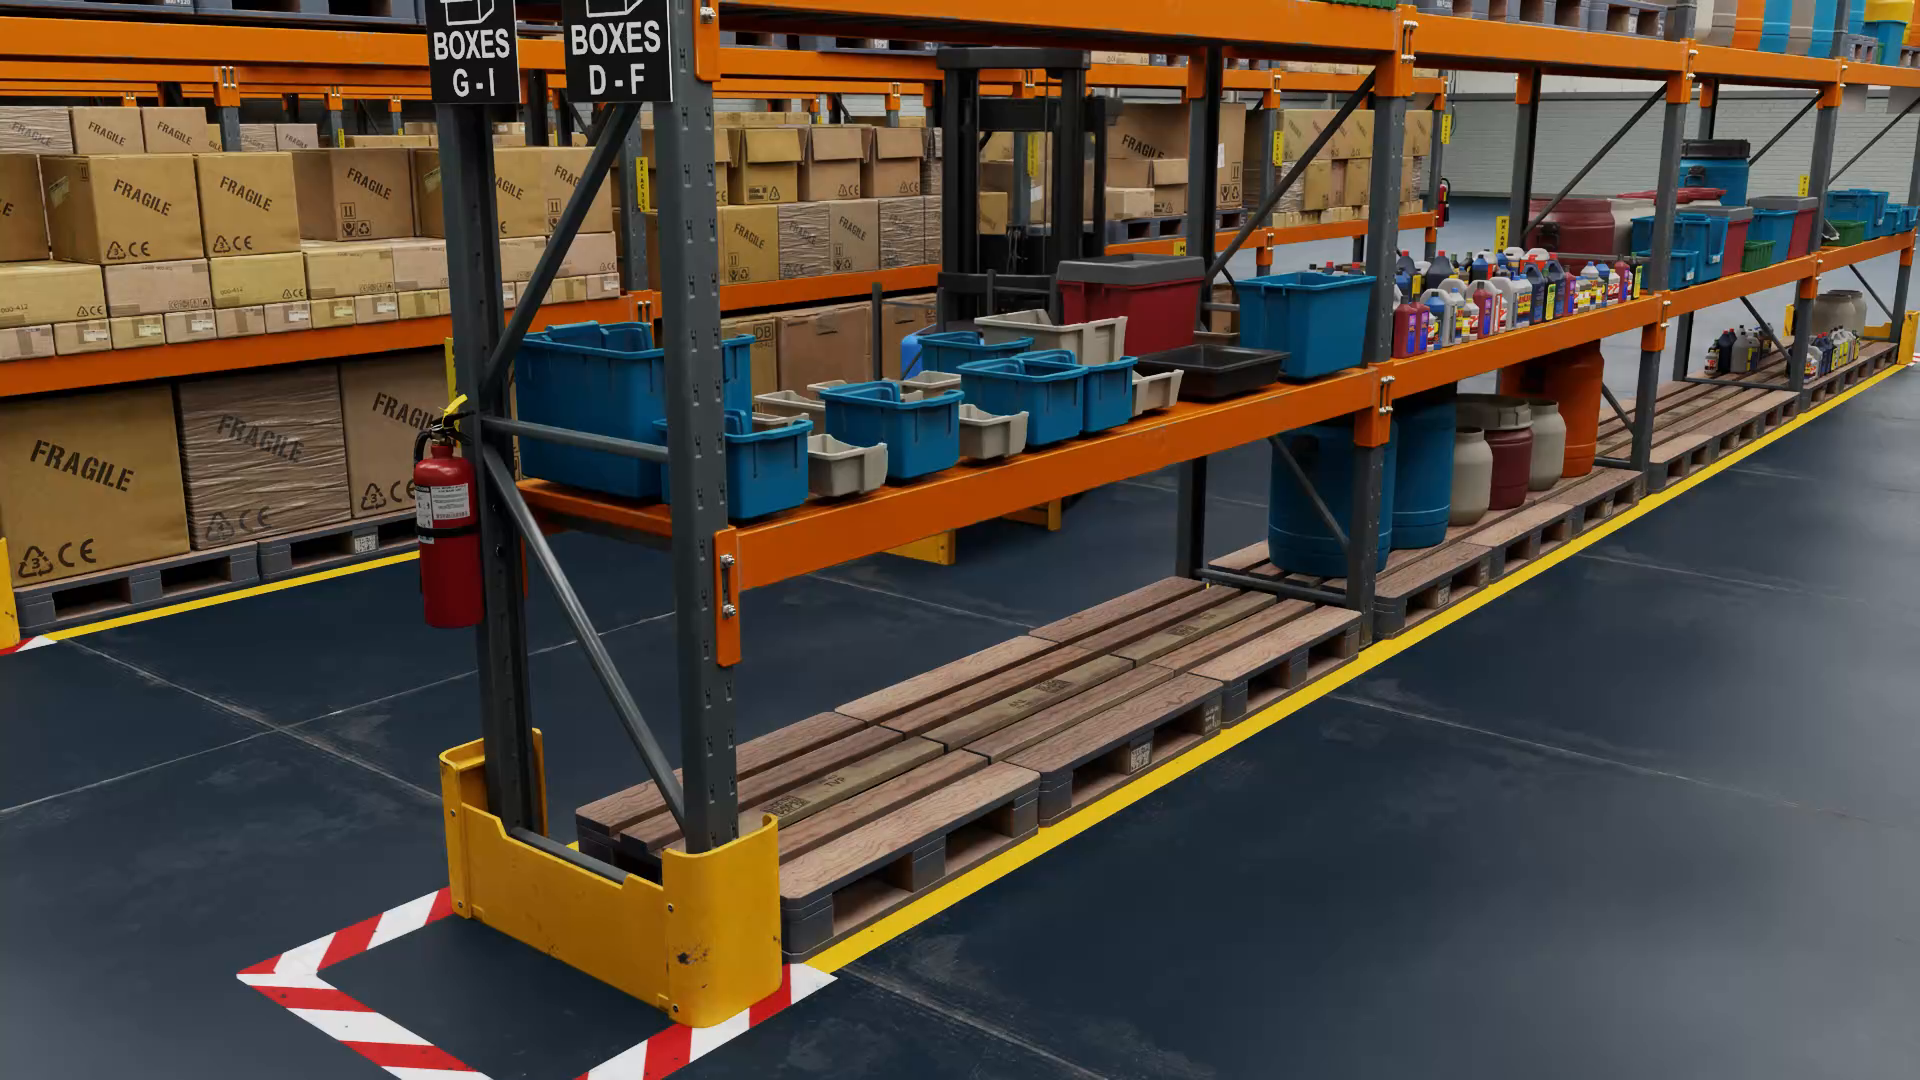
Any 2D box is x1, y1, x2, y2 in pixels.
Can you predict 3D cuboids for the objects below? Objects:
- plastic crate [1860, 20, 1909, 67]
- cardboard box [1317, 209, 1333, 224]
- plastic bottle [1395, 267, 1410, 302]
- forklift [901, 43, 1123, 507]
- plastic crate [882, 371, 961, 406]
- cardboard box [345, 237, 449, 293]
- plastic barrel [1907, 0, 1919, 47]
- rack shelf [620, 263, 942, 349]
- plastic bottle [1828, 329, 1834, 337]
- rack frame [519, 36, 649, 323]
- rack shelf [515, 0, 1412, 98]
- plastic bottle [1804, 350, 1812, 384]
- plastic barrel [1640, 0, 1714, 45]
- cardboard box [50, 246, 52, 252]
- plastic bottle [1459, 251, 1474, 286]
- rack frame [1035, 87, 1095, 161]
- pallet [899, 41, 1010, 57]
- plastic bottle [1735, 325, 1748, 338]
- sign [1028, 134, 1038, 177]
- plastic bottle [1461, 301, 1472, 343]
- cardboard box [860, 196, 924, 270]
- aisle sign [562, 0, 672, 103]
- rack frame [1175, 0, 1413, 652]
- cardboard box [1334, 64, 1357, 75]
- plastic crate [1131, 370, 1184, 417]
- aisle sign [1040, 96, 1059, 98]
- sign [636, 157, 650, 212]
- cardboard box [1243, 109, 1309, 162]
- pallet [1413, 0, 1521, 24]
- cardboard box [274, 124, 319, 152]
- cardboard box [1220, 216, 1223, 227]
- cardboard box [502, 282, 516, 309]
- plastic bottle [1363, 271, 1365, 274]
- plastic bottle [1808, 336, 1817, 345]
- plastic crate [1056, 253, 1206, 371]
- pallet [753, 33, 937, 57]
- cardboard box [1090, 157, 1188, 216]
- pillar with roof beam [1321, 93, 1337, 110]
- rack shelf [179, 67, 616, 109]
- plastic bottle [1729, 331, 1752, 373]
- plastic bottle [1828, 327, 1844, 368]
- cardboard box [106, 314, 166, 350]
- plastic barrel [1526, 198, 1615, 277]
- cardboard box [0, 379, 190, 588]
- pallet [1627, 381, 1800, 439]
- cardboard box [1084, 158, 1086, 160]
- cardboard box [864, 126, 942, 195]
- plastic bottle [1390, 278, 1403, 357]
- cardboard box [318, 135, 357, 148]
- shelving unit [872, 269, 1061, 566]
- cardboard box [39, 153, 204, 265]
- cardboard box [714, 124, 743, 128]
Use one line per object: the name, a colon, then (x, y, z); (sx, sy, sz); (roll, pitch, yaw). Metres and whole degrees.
plastic crate: (8.059, -4.365, 14.652); (0.392, 0.384, 0.575); (11, 18, 38)
cardboard box: (3.668, -3.393, 17.395); (0.380, 0.149, 0.250); (11, 18, 38)
plastic bottle: (2.438, -1.375, 9.203); (0.097, 0.271, 0.097); (0, 14, 0)
forklift: (0.480, -1.938, 11.299); (1.130, 2.935, 3.031); (4, 15, 14)
plastic crate: (-0.140, -0.522, 5.998); (0.298, 0.136, 0.250); (11, 18, 38)
cardboard box: (-3.088, -1.548, 9.324); (0.500, 0.250, 0.500); (12, 18, 39)
plastic barrel: (8.817, -5.083, 15.723); (0.600, 0.830, 0.708); (11, 18, 38)
rack shelf: (-1.114, -1.833, 12.207); (1.077, 0.370, 4.000); (11, 18, 38)
plastic bottle: (7.948, -1.780, 15.160); (0.061, 0.283, 0.133); (11, 18, 38)
rack frame: (-2.371, -1.799, 10.611); (1.000, 3.000, 0.127); (11, 18, 38)
rack shelf: (0.225, -1.754, 5.806); (1.077, 0.370, 4.000); (11, 18, 38)
plastic bottle: (7.051, -1.448, 13.880); (0.097, 0.271, 0.097); (0, 14, 0)
plastic barrel: (4.429, -3.318, 10.274); (0.421, 0.512, 0.421); (0, 14, 0)
cardboard box: (-6.783, -2.163, 12.554); (0.380, 0.149, 0.250); (10, 18, 35)
plastic bottle: (3.062, -1.602, 10.073); (0.061, 0.283, 0.133); (11, 18, 38)
rack frame: (1.377, -4.884, 22.755); (1.000, 3.000, 0.127); (11, 18, 38)
pallet: (-0.220, -3.796, 12.763); (1.213, 0.211, 1.003); (12, 19, 40)
plastic bottle: (7.014, -1.760, 14.946); (0.144, 0.351, 0.185); (11, 18, 37)
sign: (0.577, -3.041, 13.148); (0.100, 0.325, 0.005); (11, 18, 38)
plastic bottle: (2.454, -1.072, 8.155); (0.097, 0.201, 0.097); (0, 14, 0)
cardboard box: (-0.616, -2.286, 12.326); (0.500, 0.500, 0.500); (11, 18, 36)
aisle sign: (-0.847, -1.466, 4.023); (0.394, 0.787, 0.004); (11, 18, 38)
rack frame: (1.482, -1.032, 7.594); (1.000, 3.000, 0.127); (11, 18, 38)
cardboard box: (3.789, -4.954, 17.244); (0.500, 0.250, 0.500); (10, 18, 35)
plastic crate: (0.621, -0.554, 6.123); (0.293, 0.136, 0.466); (11, 18, 38)
aisle sign: (1.188, -6.204, 22.671); (0.394, 0.787, 0.004); (11, 18, 38)
sign: (-1.938, -2.171, 10.158); (0.100, 0.325, 0.005); (11, 18, 38)
cardboard box: (3.138, -4.055, 16.654); (0.500, 0.500, 0.500); (11, 18, 38)
pallet: (1.898, -2.560, 7.898); (1.213, 0.211, 1.003); (11, 18, 38)
cardboard box: (-7.686, -4.492, 18.979); (0.500, 0.500, 0.500); (11, 18, 36)
cardboard box: (2.564, -3.296, 17.014); (0.380, 0.149, 0.250); (11, 18, 38)
cardboard box: (-2.792, -1.420, 9.631); (0.380, 0.149, 0.250); (12, 18, 39)
plastic bottle: (2.109, -1.290, 8.860); (0.152, 0.276, 0.135); (11, 18, 38)
plastic bottle: (7.595, -1.683, 14.796); (0.152, 0.276, 0.135); (11, 18, 38)
plastic crate: (0.725, -0.960, 7.058); (0.402, 0.464, 0.583); (11, 18, 38)
pallet: (-0.921, -3.581, 11.918); (1.003, 0.211, 1.213); (12, 19, 40)
cardboard box: (1.640, -3.238, 15.215); (0.797, 0.503, 0.637); (14, 20, 43)
pillar with roof beam: (14.665, -14.391, 47.994); (9.100, 9.000, 0.400); (11, 18, 38)
rack shelf: (-4.908, -4.074, 14.936); (1.077, 0.370, 4.000); (11, 18, 38)
plastic bottle: (6.802, -1.639, 14.470); (0.144, 0.351, 0.185); (11, 18, 38)
plastic bottle: (7.726, -1.702, 14.715); (0.144, 0.351, 0.185); (11, 18, 37)
cardboard box: (-4.084, -1.026, 8.081); (0.380, 0.149, 0.250); (11, 18, 36)
plastic barrel: (4.052, -2.000, 11.127); (0.600, 0.536, 0.708); (11, 18, 38)
cardboard box: (-4.545, -0.341, 8.337); (0.875, 0.875, 0.875); (11, 18, 38)
pallet: (6.046, -1.056, 13.353); (1.003, 0.211, 1.213); (11, 18, 38)
cardboard box: (1.179, -4.878, 22.429); (0.875, 0.550, 0.550); (11, 18, 38)
cardboard box: (-0.329, -2.962, 12.949); (0.797, 0.503, 0.637); (12, 19, 39)
plastic bottle: (1.980, -1.033, 7.698); (0.144, 0.351, 0.185); (11, 18, 38)
cardboard box: (-7.495, -4.625, 20.075); (0.500, 0.500, 0.500); (11, 18, 36)
shelving unit: (0.039, -0.732, 9.457); (0.587, 1.500, 1.083); (11, 18, 37)
cardboard box: (-4.059, -1.613, 8.060); (0.500, 0.500, 0.500); (11, 18, 36)
cardboard box: (-2.724, -4.165, 17.691); (0.700, 0.500, 0.500); (11, 18, 37)
